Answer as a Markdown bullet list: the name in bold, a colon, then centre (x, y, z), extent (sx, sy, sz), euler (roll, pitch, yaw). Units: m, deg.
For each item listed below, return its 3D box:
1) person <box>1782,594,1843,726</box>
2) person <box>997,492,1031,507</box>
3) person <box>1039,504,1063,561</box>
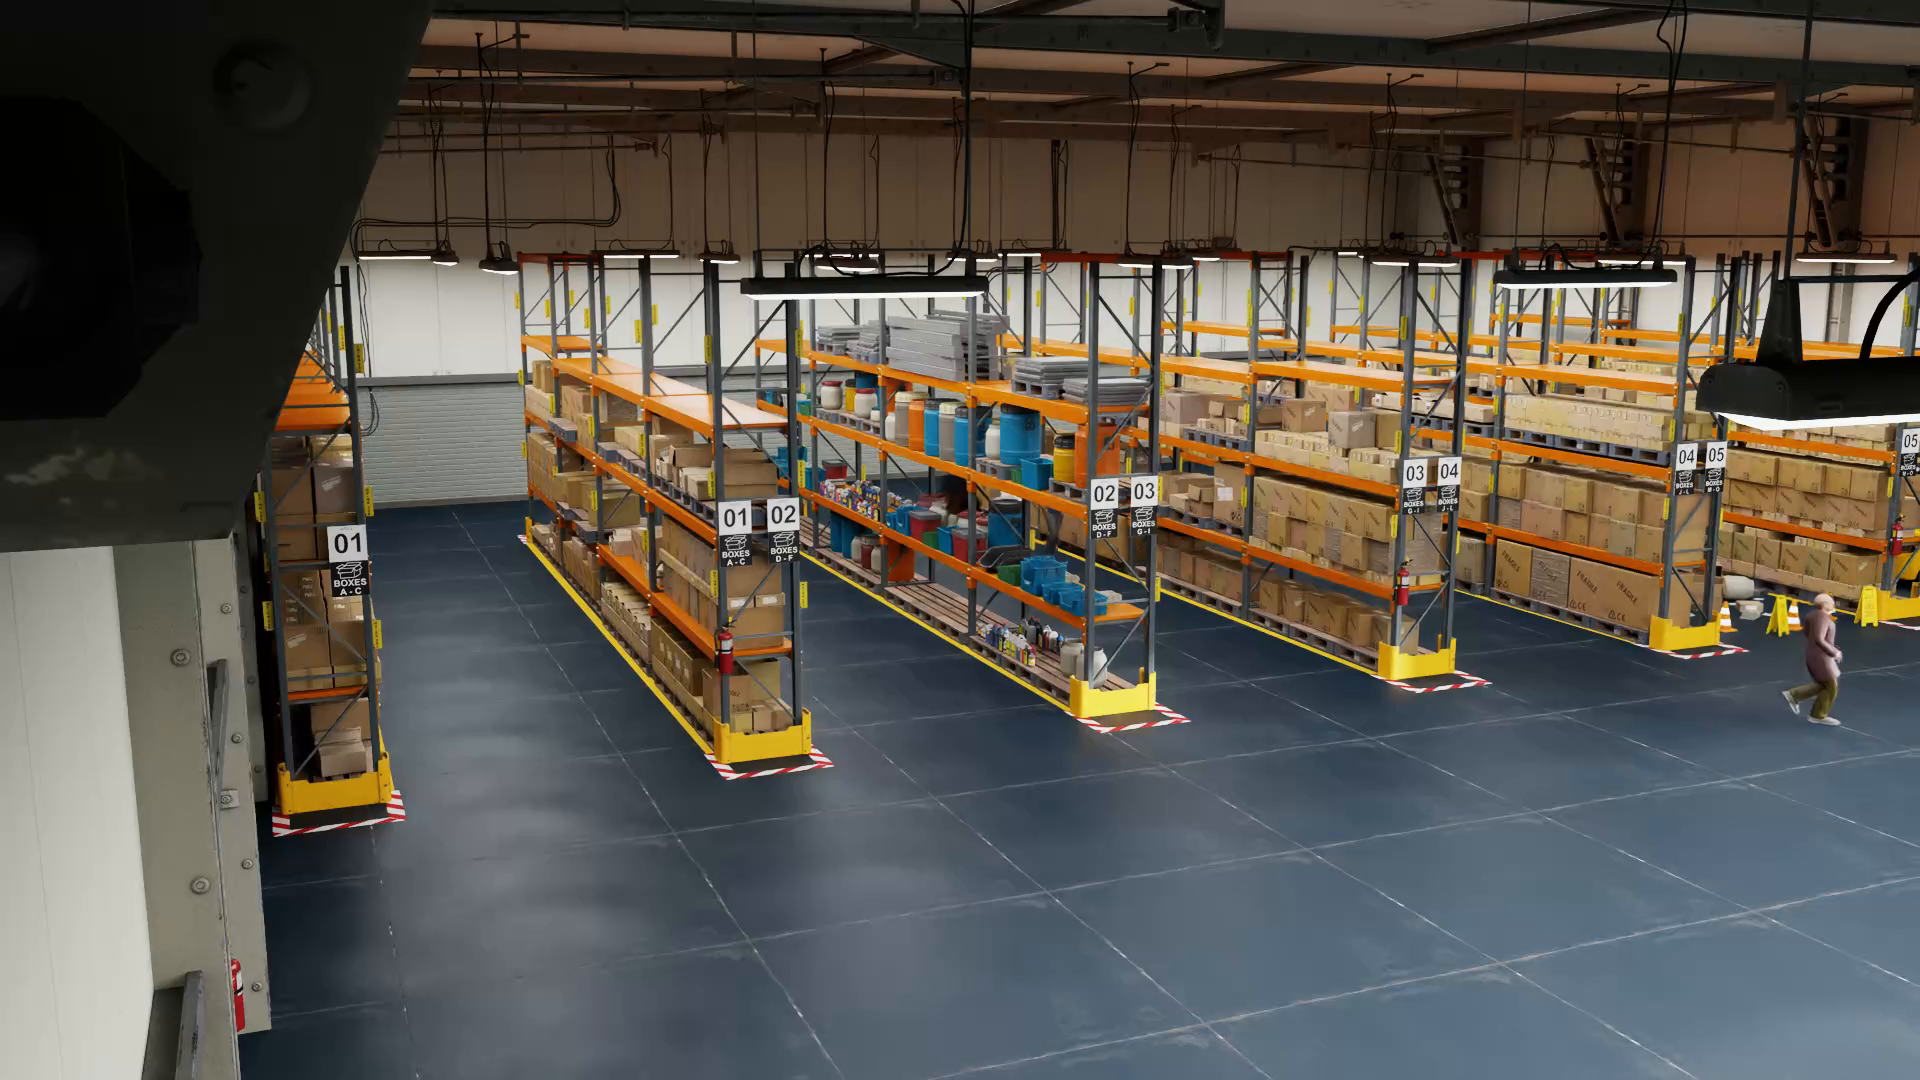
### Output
- **person**: centre (11.163, 1.522, 21.723), extent (0.642, 1.668, 0.742), euler (3, 11, 14)
- **person**: centre (1.015, -0.342, 30.745), extent (0.613, 1.721, 0.896), euler (-6, 12, -28)
- **person**: centre (1.781, -0.380, 31.374), extent (0.555, 1.737, 0.749), euler (-5, 12, -27)
